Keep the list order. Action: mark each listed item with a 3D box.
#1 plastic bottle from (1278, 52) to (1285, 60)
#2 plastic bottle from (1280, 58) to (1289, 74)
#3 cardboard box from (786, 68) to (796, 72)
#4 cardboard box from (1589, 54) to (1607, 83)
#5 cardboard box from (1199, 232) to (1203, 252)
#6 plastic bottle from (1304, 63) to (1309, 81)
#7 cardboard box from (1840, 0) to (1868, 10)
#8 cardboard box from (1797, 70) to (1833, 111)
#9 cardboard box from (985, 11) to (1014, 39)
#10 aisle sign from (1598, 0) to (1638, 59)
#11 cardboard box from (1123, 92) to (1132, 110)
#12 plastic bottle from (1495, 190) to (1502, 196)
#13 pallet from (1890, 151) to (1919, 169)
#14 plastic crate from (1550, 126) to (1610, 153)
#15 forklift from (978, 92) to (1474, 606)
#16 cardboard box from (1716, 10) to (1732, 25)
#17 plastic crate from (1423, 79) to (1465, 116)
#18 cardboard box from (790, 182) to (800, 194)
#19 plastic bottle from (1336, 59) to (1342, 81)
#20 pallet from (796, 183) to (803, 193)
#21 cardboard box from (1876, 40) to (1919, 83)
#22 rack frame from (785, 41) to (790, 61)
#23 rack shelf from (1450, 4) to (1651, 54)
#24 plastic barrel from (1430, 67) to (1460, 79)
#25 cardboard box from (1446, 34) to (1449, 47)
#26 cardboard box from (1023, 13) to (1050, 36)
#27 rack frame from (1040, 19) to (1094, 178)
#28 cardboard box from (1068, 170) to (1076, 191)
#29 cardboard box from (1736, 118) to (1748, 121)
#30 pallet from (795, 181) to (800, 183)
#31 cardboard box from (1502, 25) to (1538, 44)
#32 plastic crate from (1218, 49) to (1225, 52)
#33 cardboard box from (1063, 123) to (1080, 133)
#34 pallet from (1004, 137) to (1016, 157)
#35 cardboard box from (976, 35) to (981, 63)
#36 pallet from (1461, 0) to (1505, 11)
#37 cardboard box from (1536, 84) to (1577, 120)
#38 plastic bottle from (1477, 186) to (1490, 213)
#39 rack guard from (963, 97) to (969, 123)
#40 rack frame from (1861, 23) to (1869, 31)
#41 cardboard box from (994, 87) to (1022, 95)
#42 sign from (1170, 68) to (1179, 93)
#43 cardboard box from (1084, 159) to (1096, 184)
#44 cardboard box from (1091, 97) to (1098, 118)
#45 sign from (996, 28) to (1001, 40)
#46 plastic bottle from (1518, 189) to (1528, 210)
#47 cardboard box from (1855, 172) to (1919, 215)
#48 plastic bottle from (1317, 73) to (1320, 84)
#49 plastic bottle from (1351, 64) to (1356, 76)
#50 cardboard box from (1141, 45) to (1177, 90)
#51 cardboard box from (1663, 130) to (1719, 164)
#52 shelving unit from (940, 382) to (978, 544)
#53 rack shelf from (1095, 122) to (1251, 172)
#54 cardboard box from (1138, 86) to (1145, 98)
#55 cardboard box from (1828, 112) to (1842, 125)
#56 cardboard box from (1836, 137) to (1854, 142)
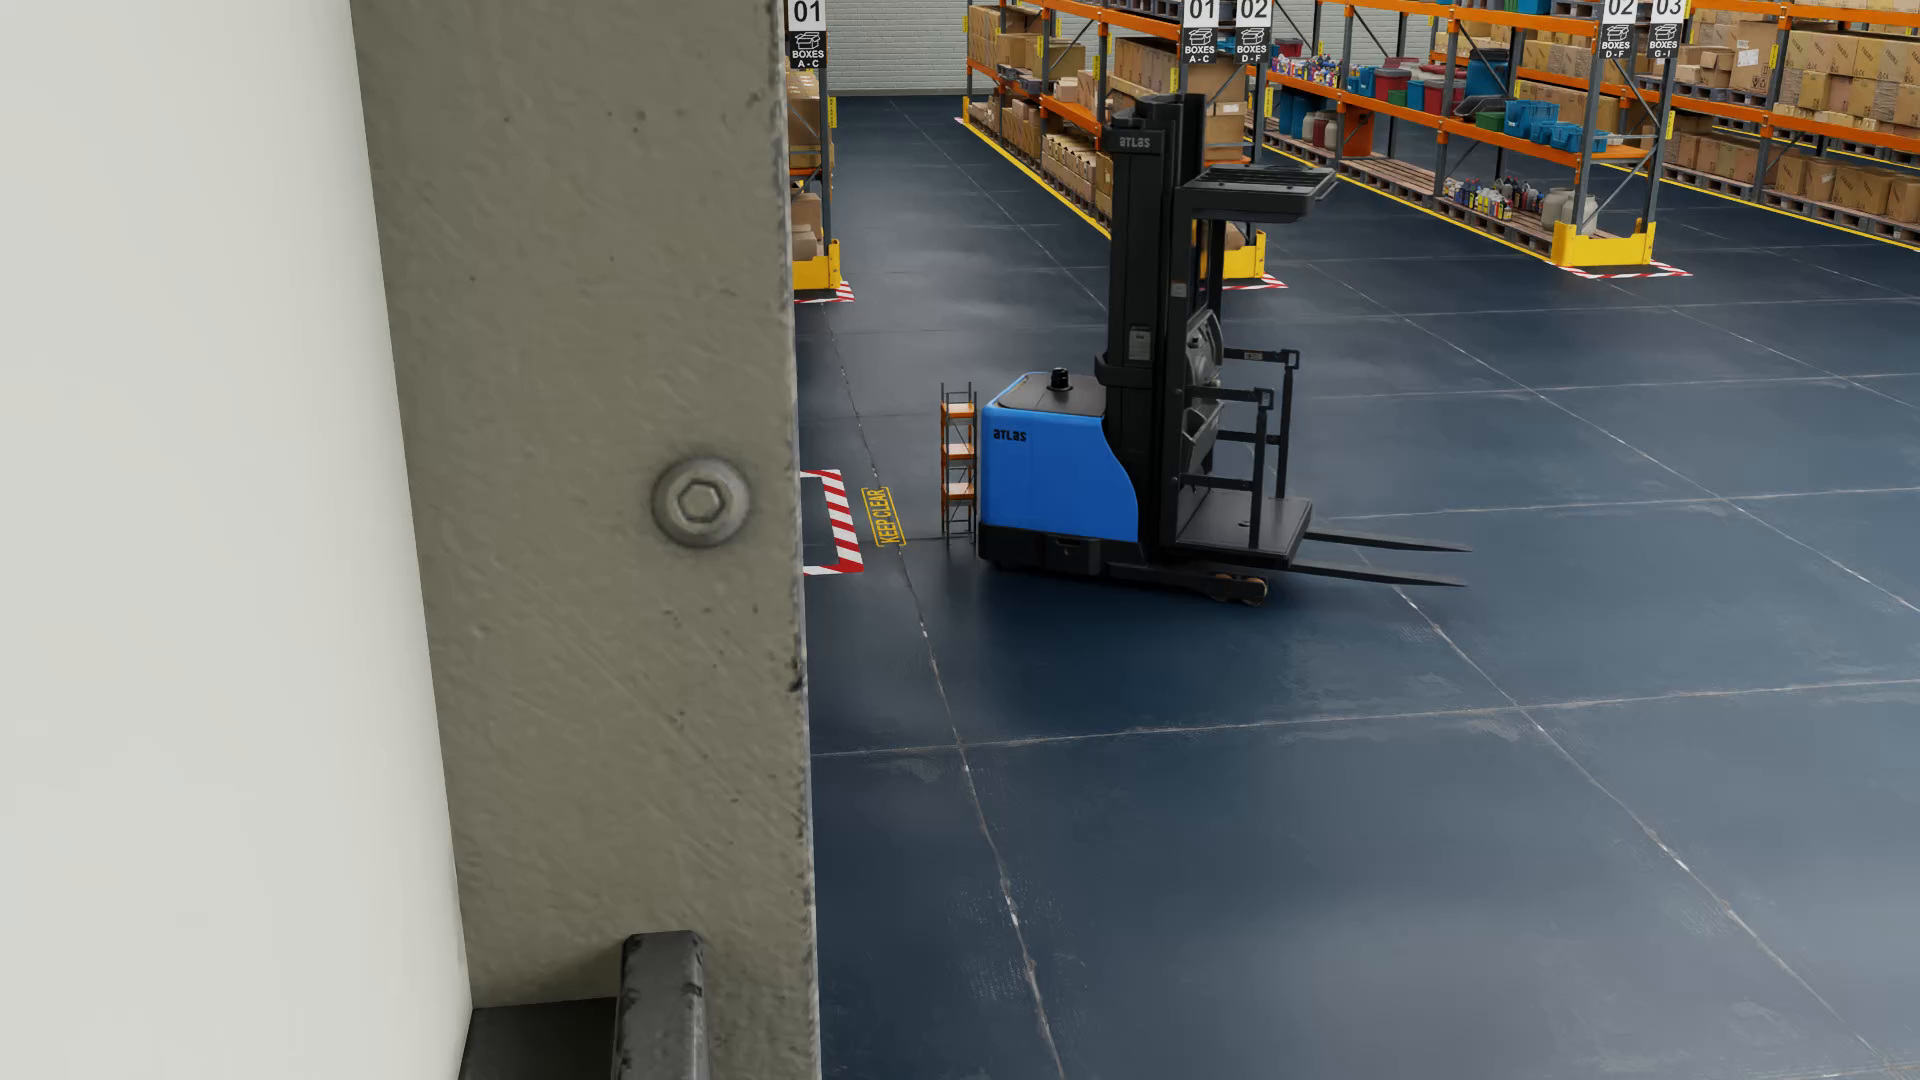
[{"bbox_3d":[5.863,-8.741,30.404,0.144,0.351,0.185,-3,21,-8],"label":"plastic bottle"},{"bbox_3d":[5.870,-8.553,30.005,0.152,0.276,0.135,-3,21,-8],"label":"plastic bottle"},{"bbox_3d":[-2.563,-6.078,22.431,0.700,0.500,0.500,-3,21,-8],"label":"cardboard box"},{"bbox_3d":[11.223,-8.160,28.633,0.500,0.500,0.500,-3,21,-8],"label":"cardboard box"},{"bbox_3d":[2.585,-3.593,19.878,0.500,0.250,0.500,-3,21,-8],"label":"cardboard box"},{"bbox_3d":[6.013,-8.102,28.787,0.061,0.283,0.133,-3,21,-8],"label":"plastic bottle"},{"bbox_3d":[12.136,-7.207,22.154,0.500,0.250,0.500,-4,21,-10],"label":"cardboard box"},{"bbox_3d":[12.223,-6.249,23.093,0.875,0.500,0.500,-3,21,-8],"label":"cardboard box"},{"bbox_3d":[0.747,-9.697,31.321,0.500,0.500,0.500,-3,21,-7],"label":"cardboard box"},{"bbox_3d":[7.574,-5.940,19.117,0.394,0.787,0.004,-3,21,-8],"label":"aisle sign"},{"bbox_3d":[2.531,-5.610,21.805,0.700,0.500,0.500,-3,21,-8],"label":"cardboard box"},{"bbox_3d":[7.218,-4.580,22.456,0.152,0.276,0.135,-3,21,-8],"label":"plastic bottle"},{"bbox_3d":[16.567,-6.414,28.087,1.003,0.211,1.213,-3,21,-8],"label":"pallet"},{"bbox_3d":[7.489,-4.851,20.129,0.499,0.251,0.616,-3,21,-8],"label":"plastic crate"},{"bbox_3d":[1.691,-1.183,10.194,3.031,2.935,1.130,7,22,18],"label":"forklift"},{"bbox_3d":[15.476,-10.542,33.158,0.500,0.500,0.500,-2,21,-6],"label":"cardboard box"},{"bbox_3d":[6.908,-6.329,23.783,0.402,0.464,0.583,-3,21,-8],"label":"plastic crate"},{"bbox_3d":[-2.334,-4.325,21.453,0.500,0.500,0.500,-4,21,-12],"label":"cardboard box"},{"bbox_3d":[6.611,-8.156,28.837,0.144,0.351,0.185,-3,21,-8],"label":"plastic bottle"},{"bbox_3d":[-2.816,-5.034,24.392,1.003,0.211,1.213,-3,21,-8],"label":"pallet"},{"bbox_3d":[12.287,-6.190,21.506,0.500,0.500,0.500,-3,21,-8],"label":"cardboard box"},{"bbox_3d":[-3.100,-7.032,25.757,1.000,3.000,0.127,-3,21,-8],"label":"rack frame"},{"bbox_3d":[7.569,-6.523,21.134,1.077,0.370,4.000,-3,21,-8],"label":"rack shelf"},{"bbox_3d":[7.254,-6.807,24.960,0.433,0.535,0.433,0,20,0],"label":"plastic barrel"},{"bbox_3d":[10.335,-10.261,34.192,0.500,0.250,0.500,-3,21,-8],"label":"cardboard box"},{"bbox_3d":[1.436,-9.361,30.420,0.500,0.500,0.500,-2,21,-6],"label":"cardboard box"},{"bbox_3d":[1.802,-7.283,26.430,1.000,3.000,0.127,-3,21,-8],"label":"rack frame"},{"bbox_3d":[1.886,-5.288,24.418,0.500,0.250,0.500,-2,21,-7],"label":"cardboard box"},{"bbox_3d":[15.558,-8.362,32.791,0.380,0.149,0.250,-3,21,-7],"label":"cardboard box"},{"bbox_3d":[-2.988,-5.455,25.520,1.003,0.211,1.213,-3,21,-8],"label":"pallet"},{"bbox_3d":[10.698,-9.733,31.705,0.500,0.500,0.500,-2,21,-6],"label":"cardboard box"},{"bbox_3d":[5.323,-9.754,33.336,0.250,0.136,0.298,-3,21,-8],"label":"plastic crate"},{"bbox_3d":[1.938,-6.671,27.735,0.500,0.500,0.500,-4,21,-10],"label":"cardboard box"},{"bbox_3d":[1.380,-7.082,29.877,1.003,0.211,1.213,-3,21,-8],"label":"pallet"},{"bbox_3d":[0.601,-9.581,32.438,0.500,0.500,0.500,-3,21,-8],"label":"cardboard box"},{"bbox_3d":[7.481,-7.219,22.240,1.213,0.211,1.003,-3,21,-8],"label":"pallet"},{"bbox_3d":[11.270,-7.838,30.351,1.225,0.875,0.875,-4,21,-10],"label":"cardboard box"},{"bbox_3d":[7.075,-4.599,22.400,0.144,0.351,0.185,-3,21,-8],"label":"plastic bottle"},{"bbox_3d":[0.660,-8.856,34.213,1.175,0.500,0.348,-3,21,-8],"label":"rack guard"},{"bbox_3d":[20.258,-11.051,36.518,1.000,3.000,0.127,-3,21,-8],"label":"rack frame"},{"bbox_3d":[0.971,-8.912,33.735,0.500,0.500,0.500,-3,21,-8],"label":"cardboard box"},{"bbox_3d":[2.416,-5.144,18.709,0.100,0.325,0.005,-3,21,-8],"label":"sign"},{"bbox_3d":[2.036,-5.196,23.368,0.500,0.311,0.500,-3,21,-8],"label":"cardboard box"},{"bbox_3d":[2.070,-6.131,23.535,0.396,0.266,0.258,-3,21,-9],"label":"cardboard box"},{"bbox_3d":[0.689,-9.044,29.906,0.100,0.325,0.005,-3,21,-8],"label":"sign"},{"bbox_3d":[7.647,-4.632,22.584,0.061,0.283,0.133,-3,21,-8],"label":"plastic bottle"},{"bbox_3d":[12.493,-4.678,22.425,0.500,0.500,0.500,-1,21,-3],"label":"cardboard box"},{"bbox_3d":[6.121,-7.847,28.222,0.097,0.201,0.097,0,20,0],"label":"plastic bottle"},{"bbox_3d":[6.805,-8.079,28.744,0.097,0.271,0.097,0,20,0],"label":"plastic bottle"},{"bbox_3d":[2.666,-5.878,20.671,0.700,0.500,0.500,-3,21,-8],"label":"cardboard box"},{"bbox_3d":[11.814,-6.394,26.993,0.700,0.500,0.500,-5,21,-12],"label":"cardboard box"},{"bbox_3d":[-0.008,-0.510,11.082,0.215,1.050,0.252,-3,21,-8],"label":"shelving unit"},{"bbox_3d":[2.667,-4.869,20.993,1.077,0.370,4.000,-3,21,-8],"label":"rack shelf"},{"bbox_3d":[2.452,-5.610,20.880,0.380,0.149,0.250,-3,21,-8],"label":"cardboard box"},{"bbox_3d":[12.120,-5.758,22.704,0.380,0.149,0.250,-3,21,-8],"label":"cardboard box"},{"bbox_3d":[16.103,-7.417,29.760,0.500,0.500,0.500,-2,21,-6],"label":"cardboard box"}]
